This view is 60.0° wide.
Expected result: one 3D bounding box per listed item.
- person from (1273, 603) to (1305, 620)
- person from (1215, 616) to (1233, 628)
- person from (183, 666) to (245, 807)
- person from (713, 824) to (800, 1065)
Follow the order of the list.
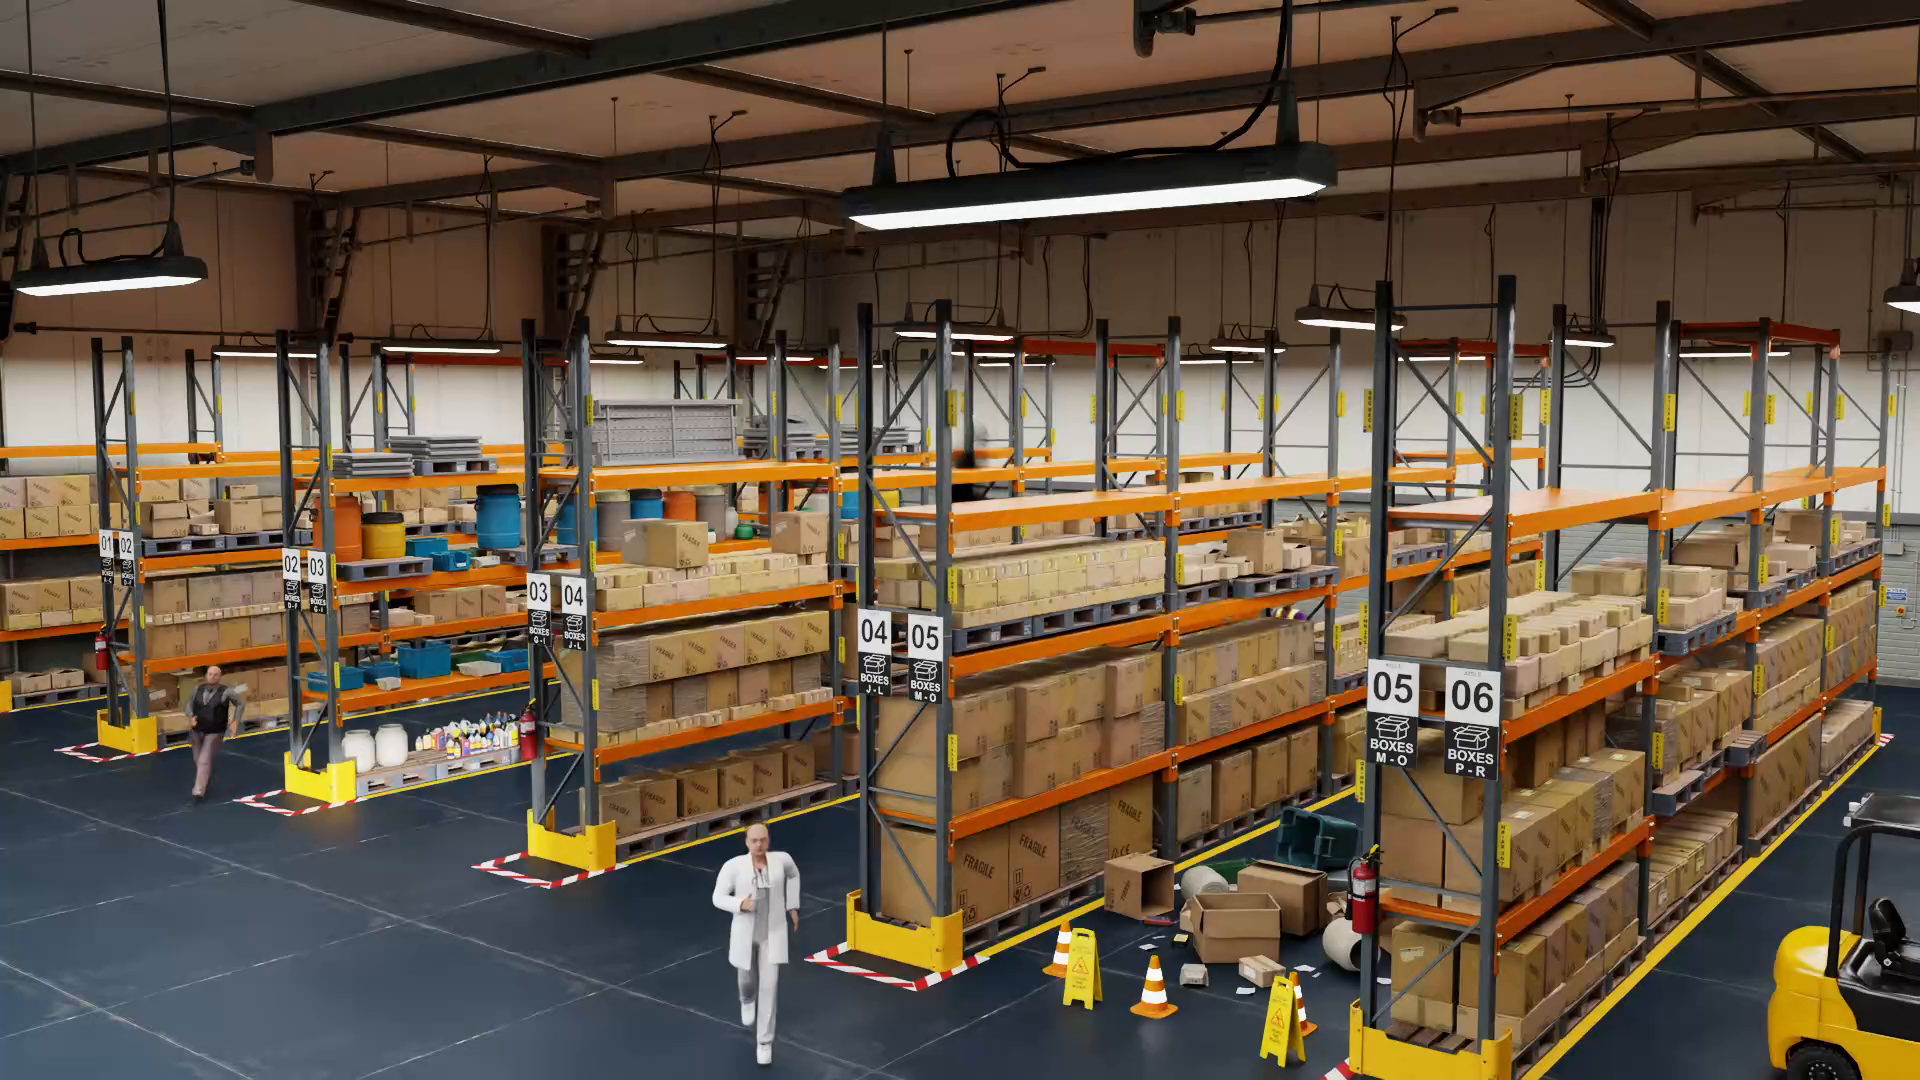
[{"bbox_3d":[5.617,1.814,28.514,0.721,1.818,0.857,3,6,33],"label":"person"},{"bbox_3d":[4.249,1.982,26.534,0.651,1.756,0.927,3,6,30],"label":"person"},{"bbox_3d":[-9.532,2.460,21.182,0.723,1.718,0.878,0,5,0],"label":"person"},{"bbox_3d":[-1.598,3.103,13.142,0.703,1.764,1.059,-1,5,-10],"label":"person"}]
